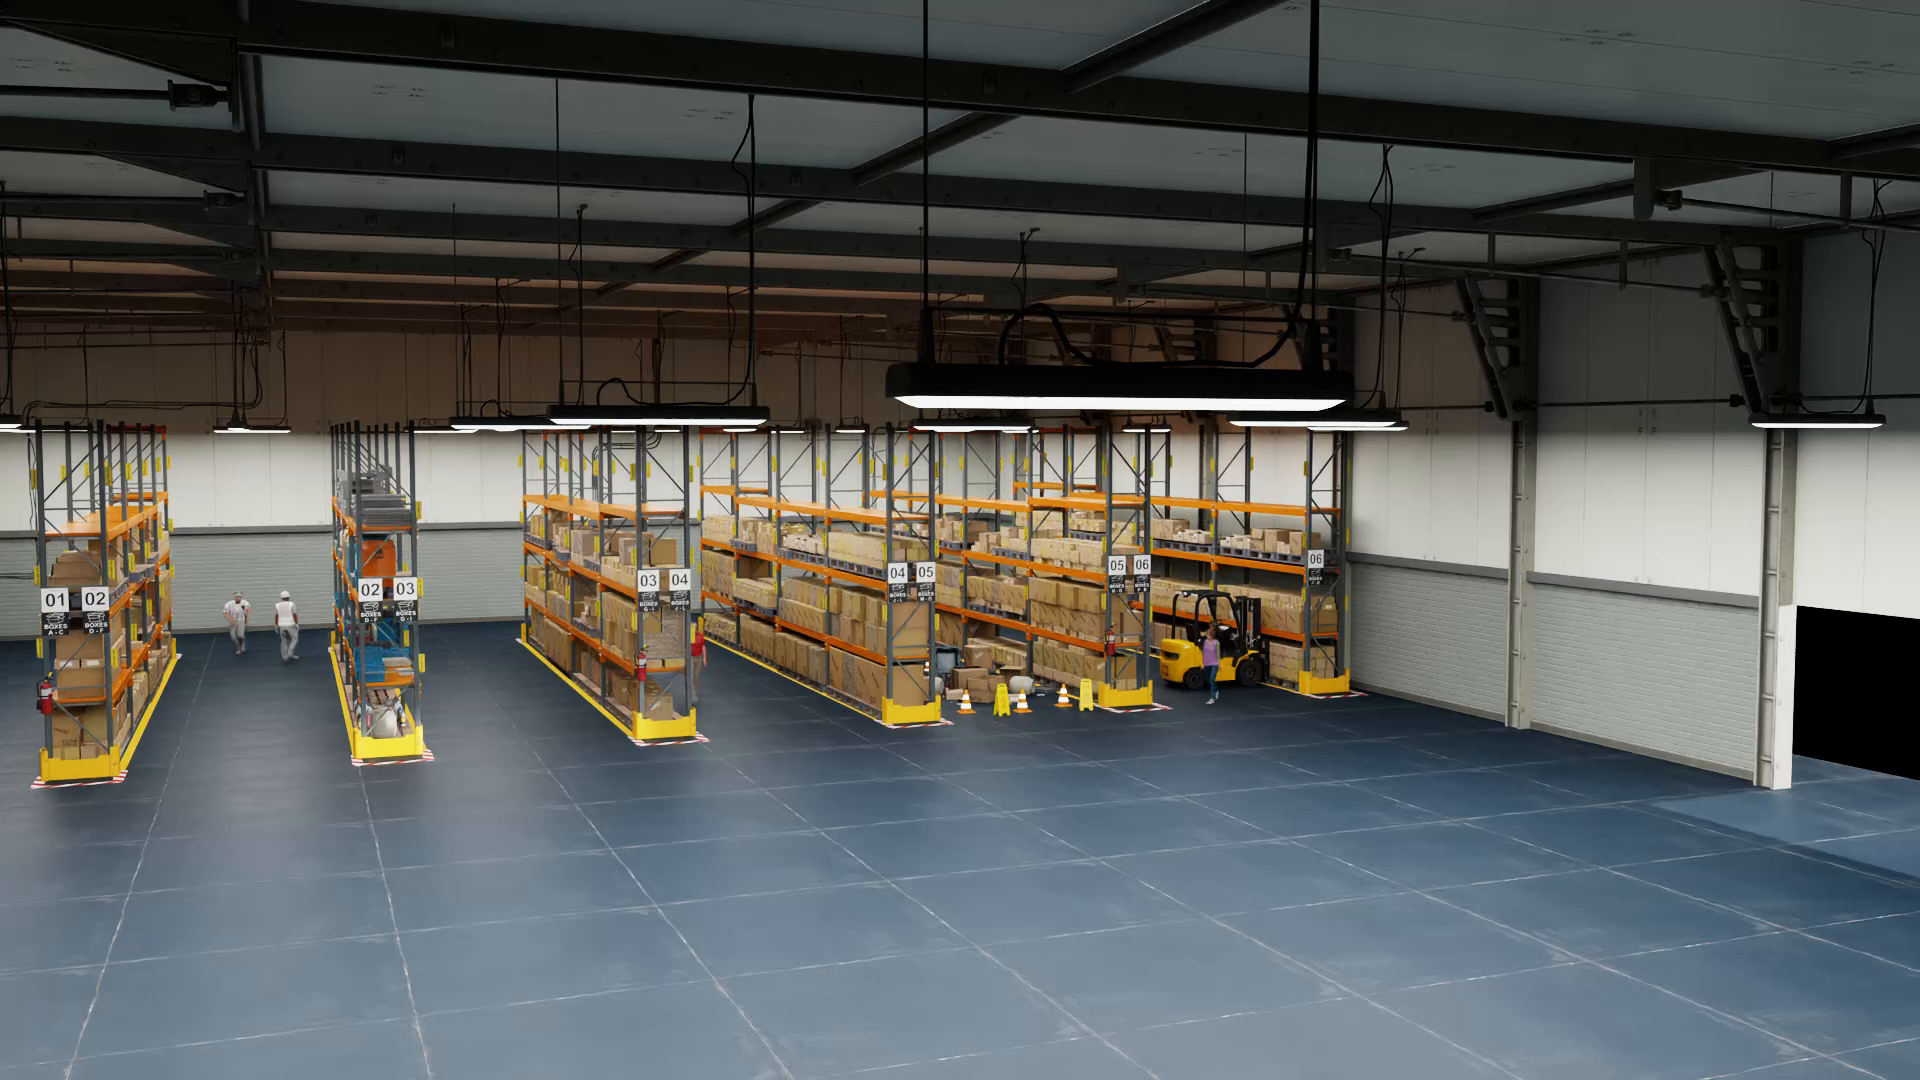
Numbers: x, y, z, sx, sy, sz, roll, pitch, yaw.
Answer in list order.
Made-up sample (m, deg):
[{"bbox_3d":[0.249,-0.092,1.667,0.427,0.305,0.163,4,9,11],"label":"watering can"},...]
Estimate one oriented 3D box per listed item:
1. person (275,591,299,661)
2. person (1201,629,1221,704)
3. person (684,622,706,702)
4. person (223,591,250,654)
[{"bbox_3d":[-17.136,2.194,42.307,0.599,1.780,0.527,0,4,0],"label":"person"},{"bbox_3d":[5.432,2.690,35.723,0.402,1.590,0.685,3,5,44],"label":"person"},{"bbox_3d":[-5.748,2.610,35.995,0.547,1.677,0.983,-3,5,-38],"label":"person"},{"bbox_3d":[-18.966,2.163,43.624,0.603,1.680,0.734,-1,4,-12],"label":"person"}]
